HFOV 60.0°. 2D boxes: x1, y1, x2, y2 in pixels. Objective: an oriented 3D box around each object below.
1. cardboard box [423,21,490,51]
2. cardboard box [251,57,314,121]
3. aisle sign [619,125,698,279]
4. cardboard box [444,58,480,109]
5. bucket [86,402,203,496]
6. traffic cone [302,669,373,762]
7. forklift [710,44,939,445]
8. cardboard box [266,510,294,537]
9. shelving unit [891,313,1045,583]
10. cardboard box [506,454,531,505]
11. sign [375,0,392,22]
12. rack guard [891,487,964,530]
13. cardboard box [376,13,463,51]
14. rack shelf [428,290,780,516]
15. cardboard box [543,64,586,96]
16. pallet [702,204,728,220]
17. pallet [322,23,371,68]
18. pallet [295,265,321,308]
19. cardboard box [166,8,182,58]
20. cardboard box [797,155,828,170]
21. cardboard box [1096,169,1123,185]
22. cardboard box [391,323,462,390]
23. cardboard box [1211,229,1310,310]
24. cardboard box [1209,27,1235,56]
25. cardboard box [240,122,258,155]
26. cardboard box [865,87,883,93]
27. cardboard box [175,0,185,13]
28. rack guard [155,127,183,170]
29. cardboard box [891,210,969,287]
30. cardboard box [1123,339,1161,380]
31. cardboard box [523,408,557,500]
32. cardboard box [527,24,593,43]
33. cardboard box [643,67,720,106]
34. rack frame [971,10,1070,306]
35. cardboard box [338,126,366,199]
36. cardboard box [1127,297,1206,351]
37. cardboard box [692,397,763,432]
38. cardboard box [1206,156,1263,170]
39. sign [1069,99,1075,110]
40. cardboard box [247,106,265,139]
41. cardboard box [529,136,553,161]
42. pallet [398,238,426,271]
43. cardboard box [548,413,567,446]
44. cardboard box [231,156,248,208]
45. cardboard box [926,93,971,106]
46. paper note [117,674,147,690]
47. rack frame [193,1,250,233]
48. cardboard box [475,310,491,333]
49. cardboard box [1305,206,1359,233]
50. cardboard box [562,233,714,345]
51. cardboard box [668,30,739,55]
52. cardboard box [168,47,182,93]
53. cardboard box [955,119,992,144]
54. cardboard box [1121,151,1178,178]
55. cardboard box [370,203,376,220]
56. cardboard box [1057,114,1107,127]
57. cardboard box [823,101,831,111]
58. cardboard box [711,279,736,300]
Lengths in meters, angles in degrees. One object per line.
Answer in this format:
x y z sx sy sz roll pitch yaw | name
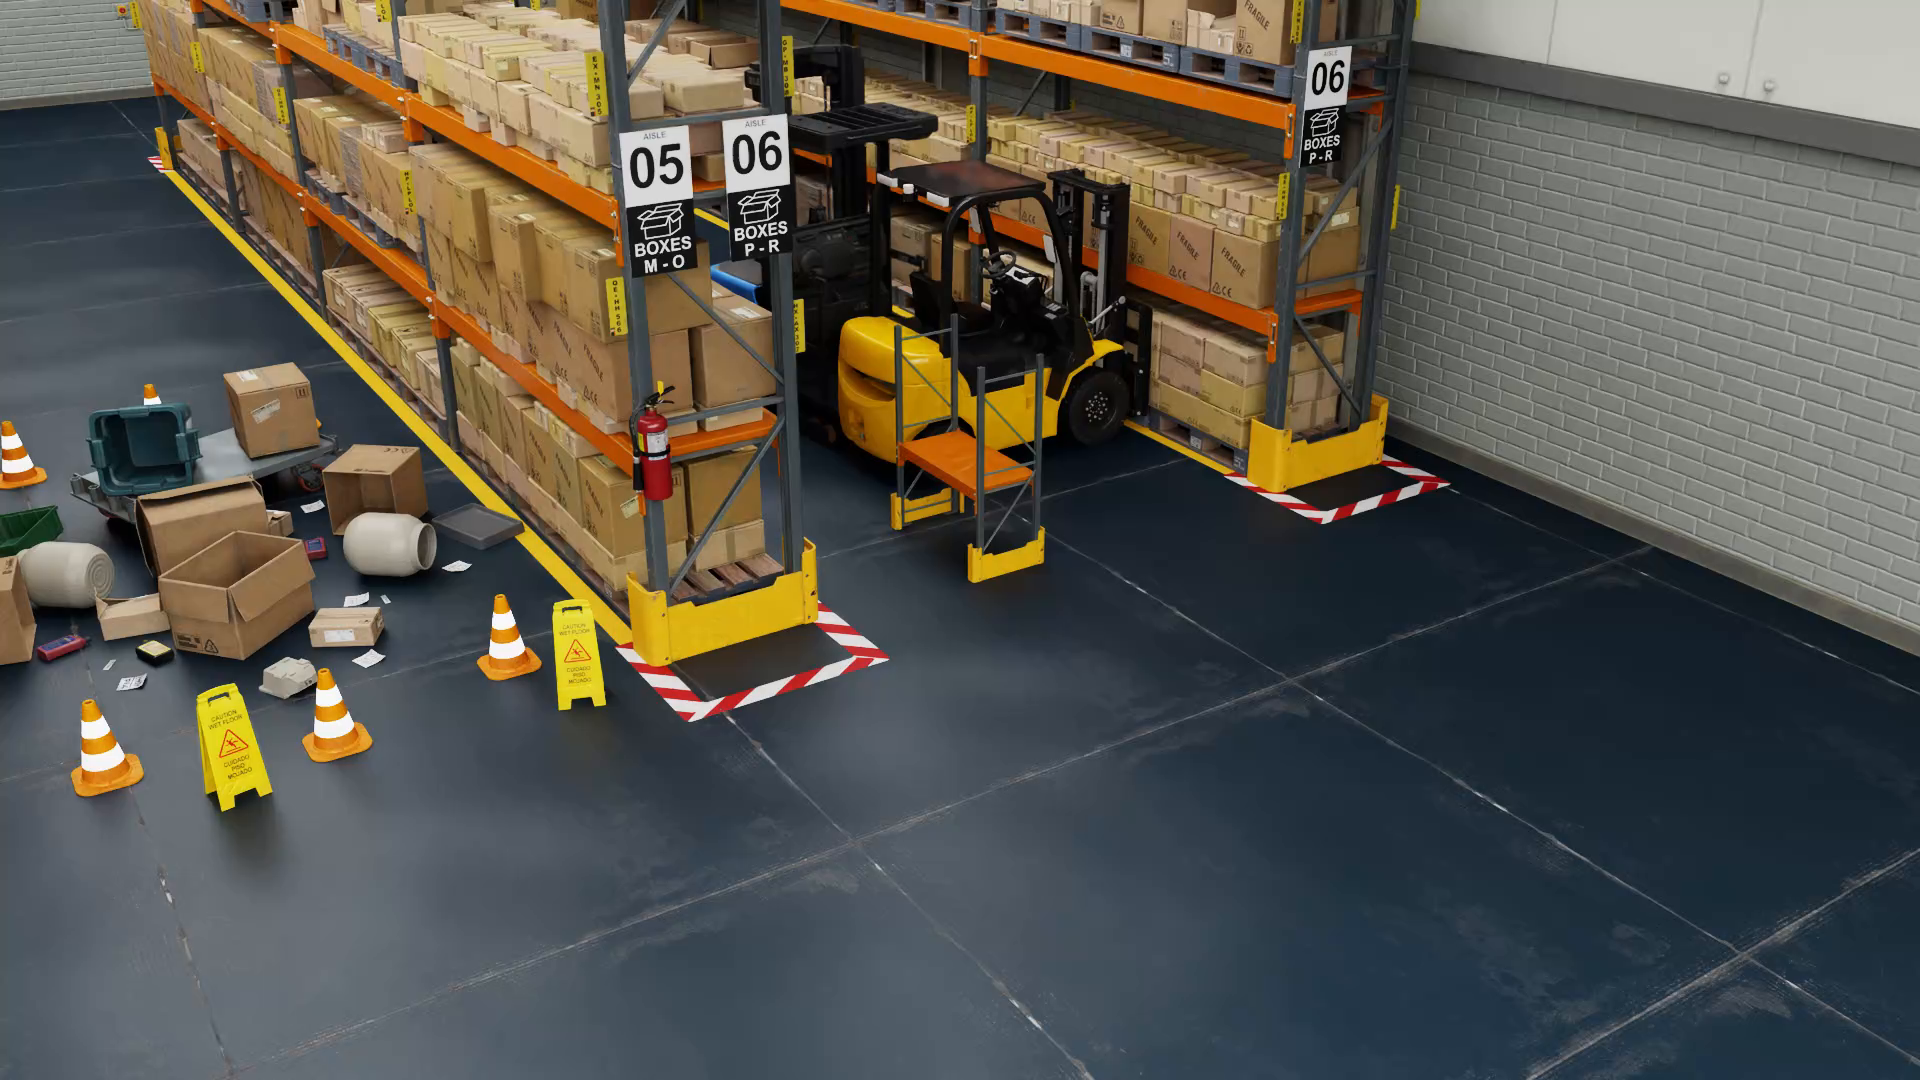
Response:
-3.405 -3.410 11.269 0.380 0.149 0.250 -17 30 -31 | cardboard box
-6.579 -4.412 16.256 0.500 0.500 0.500 -15 29 -29 | cardboard box
-1.632 -1.834 9.037 0.394 0.787 0.004 -16 29 -30 | aisle sign
-3.044 -3.016 10.901 0.500 0.250 0.500 -15 29 -29 | cardboard box
-5.693 -0.684 11.702 0.726 0.611 0.620 -6 16 -12 | bucket
-3.483 0.927 9.207 0.336 0.463 0.334 -16 29 -30 | traffic cone
-0.856 -2.326 13.206 1.130 2.935 3.031 -19 31 -35 | forklift
-4.960 -0.150 11.720 0.396 0.266 0.258 7 26 15 | cardboard box
0.042 -0.651 11.334 0.587 1.500 1.083 -16 29 -30 | shelving unit
-2.918 -0.473 11.931 0.500 0.250 0.500 -16 30 -30 | cardboard box
-4.070 -3.816 11.702 0.100 0.325 0.005 -16 29 -30 | sign
-0.230 -0.264 11.979 0.587 0.250 0.087 -16 29 -30 | rack guard
-4.047 -3.832 12.486 0.500 0.250 0.500 -16 30 -31 | cardboard box
-2.515 -1.138 11.451 1.077 0.370 4.000 -16 29 -30 | rack shelf
-2.214 -2.694 9.752 0.380 0.149 0.250 -15 29 -29 | cardboard box
-2.672 -4.218 20.400 1.003 0.211 1.213 -16 29 -30 | pallet
-4.423 -4.066 13.518 1.213 0.211 1.003 -16 29 -30 | pallet
-6.158 -2.648 17.074 1.003 0.211 1.213 -16 29 -30 | pallet
-9.019 -6.005 19.630 0.500 0.500 0.500 -15 29 -29 | cardboard box
-1.657 -4.379 19.152 0.380 0.149 0.250 -14 29 -27 | cardboard box
1.331 -2.942 13.554 0.380 0.149 0.250 -16 30 -31 | cardboard box
-4.291 -1.623 14.224 0.950 0.372 0.625 -14 28 -26 | cardboard box
2.245 -2.066 12.458 0.500 0.500 0.500 -16 30 -31 | cardboard box
2.027 -3.609 12.016 0.380 0.149 0.250 -16 30 -31 | cardboard box
-7.140 -4.200 17.272 0.500 0.250 0.500 -16 30 -30 | cardboard box
-0.993 -4.464 16.778 0.380 0.149 0.250 -15 29 -29 | cardboard box
-8.910 -6.245 19.379 0.380 0.149 0.250 -16 30 -30 | cardboard box
-10.171 -5.349 22.457 1.175 0.500 0.348 -16 29 -30 | rack guard
-0.162 -2.916 16.665 0.875 0.625 0.625 -16 30 -30 | cardboard box
1.642 -1.541 13.607 0.500 0.250 0.500 -16 30 -31 | cardboard box
-2.636 -0.627 11.378 0.500 0.500 0.500 -16 30 -31 | cardboard box
-2.669 -3.350 11.142 0.380 0.149 0.250 -16 30 -31 | cardboard box
-1.597 -2.612 9.579 0.380 0.149 0.250 -16 29 -30 | cardboard box
0.550 -3.336 15.266 1.000 3.000 0.127 -16 29 -30 | rack frame
-4.886 -3.210 14.041 0.500 0.500 0.500 -17 30 -31 | cardboard box
1.653 -1.756 13.476 0.500 0.250 0.500 -15 29 -29 | cardboard box
-1.435 -0.804 10.196 0.380 0.149 0.250 -15 29 -29 | cardboard box
2.171 -2.922 13.162 0.380 0.149 0.250 -15 29 -28 | cardboard box
1.014 -3.894 15.340 0.100 0.325 0.005 -16 29 -30 | sign
-6.847 -4.242 16.775 0.500 0.250 0.500 -16 30 -31 | cardboard box
-2.390 -2.422 10.109 0.380 0.149 0.250 -16 30 -30 | cardboard box
-3.902 -2.399 13.505 1.003 0.211 1.213 -16 29 -30 | pallet
-2.470 -0.759 10.897 0.380 0.149 0.250 -15 29 -29 | cardboard box
-8.227 -4.321 19.861 0.875 0.438 0.875 -16 30 -30 | cardboard box
-0.114 -4.319 16.471 0.380 0.149 0.250 -16 30 -30 | cardboard box
-4.926 0.844 9.891 0.144 0.017 0.142 -6 26 -12 | paper note
-7.974 -5.040 18.875 1.000 3.000 0.127 -16 29 -30 | rack frame
-3.246 -1.615 11.913 0.380 0.149 0.250 -15 29 -28 | cardboard box
2.766 -2.426 12.461 0.380 0.149 0.250 -16 30 -31 | cardboard box
-1.885 -1.511 9.763 0.700 0.500 0.500 -16 30 -31 | cardboard box
-3.030 -5.742 19.753 0.700 0.500 0.500 -16 29 -30 | cardboard box
-9.287 -5.741 20.243 0.500 0.500 0.500 -14 29 -28 | cardboard box
0.177 -3.745 15.256 0.380 0.149 0.250 -14 29 -28 | cardboard box
1.519 -3.005 13.339 0.380 0.149 0.250 -15 29 -29 | cardboard box
-4.664 -2.743 13.811 0.380 0.149 0.250 -16 29 -30 | cardboard box
1.080 -3.666 14.740 0.380 0.149 0.250 -16 30 -31 | cardboard box
-1.053 -4.339 16.980 0.500 0.250 0.500 -16 30 -31 | cardboard box
-1.735 -1.346 10.584 0.500 0.500 0.500 -15 29 -28 | cardboard box
